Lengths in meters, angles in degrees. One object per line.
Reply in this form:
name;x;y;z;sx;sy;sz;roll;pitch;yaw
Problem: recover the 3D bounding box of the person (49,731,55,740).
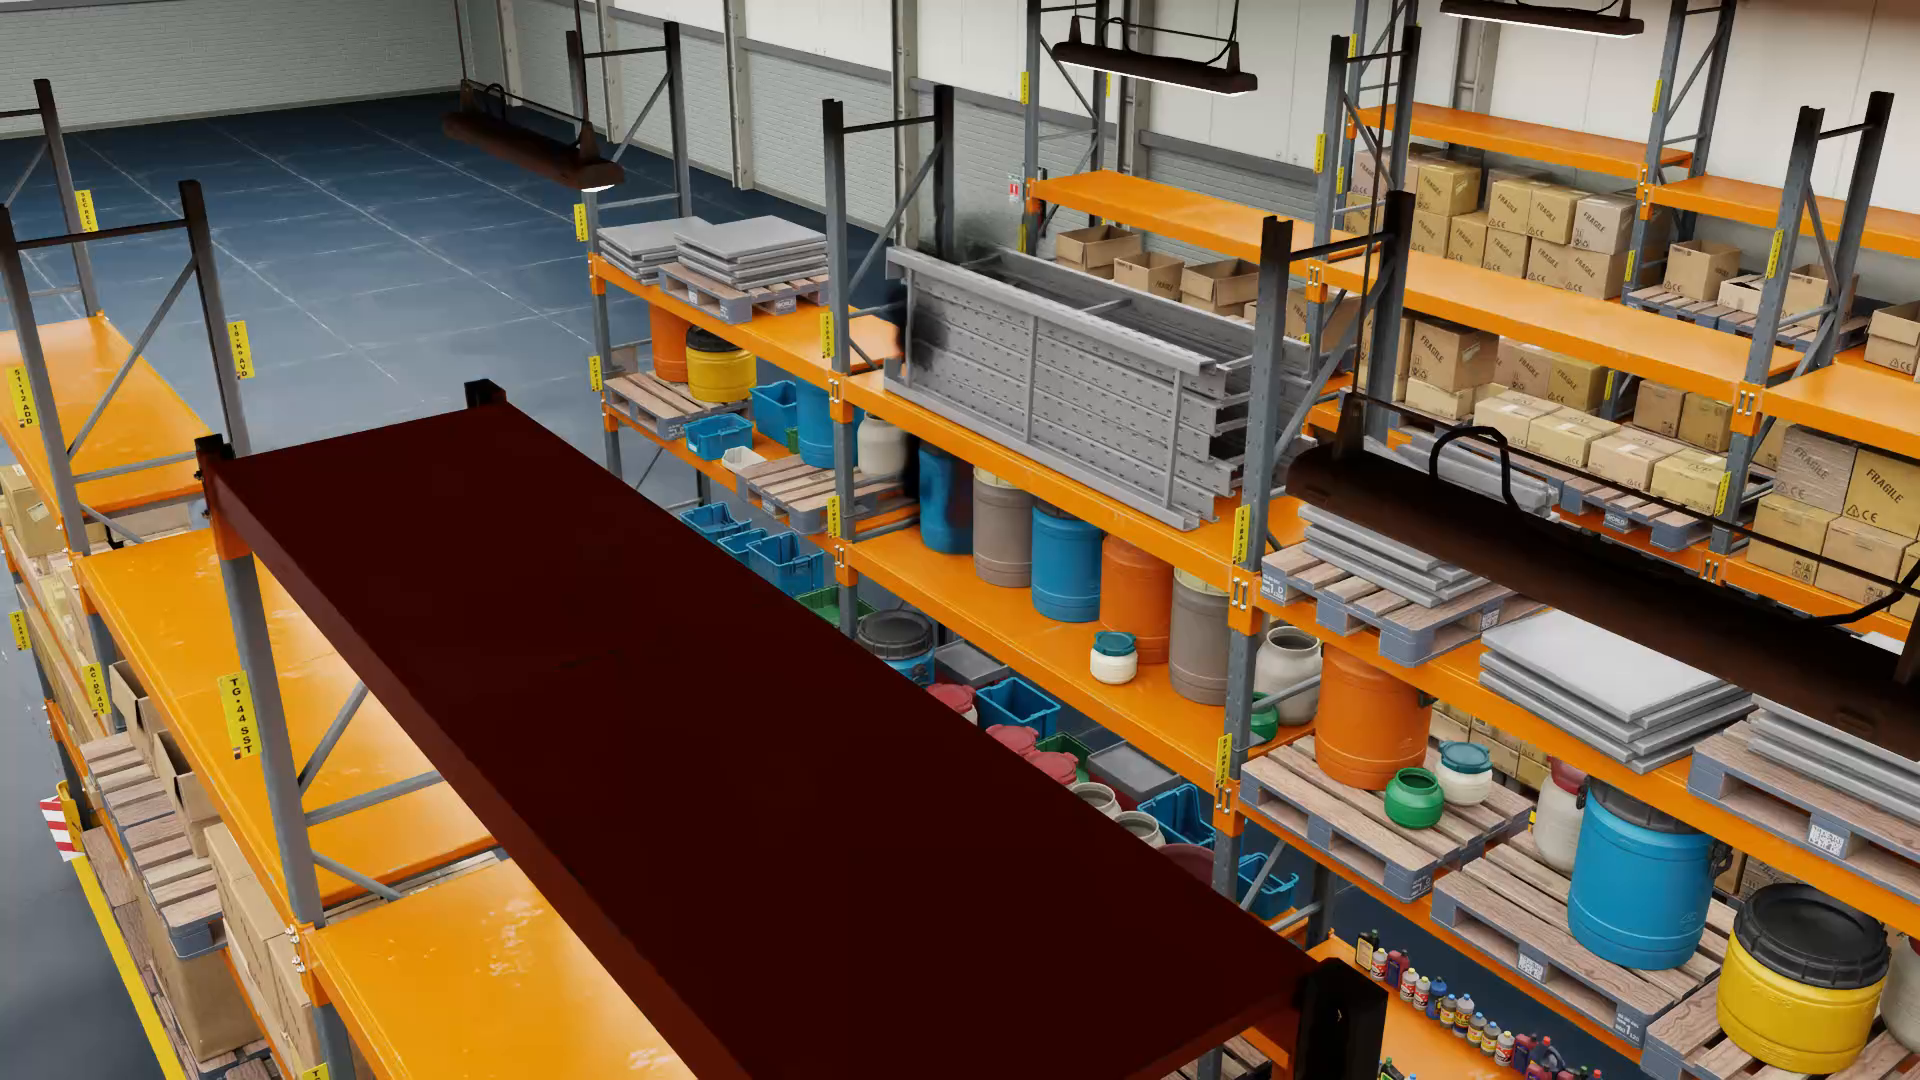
person;-7.854;0.960;14.848;0.836;1.738;0.666;1;25;3
